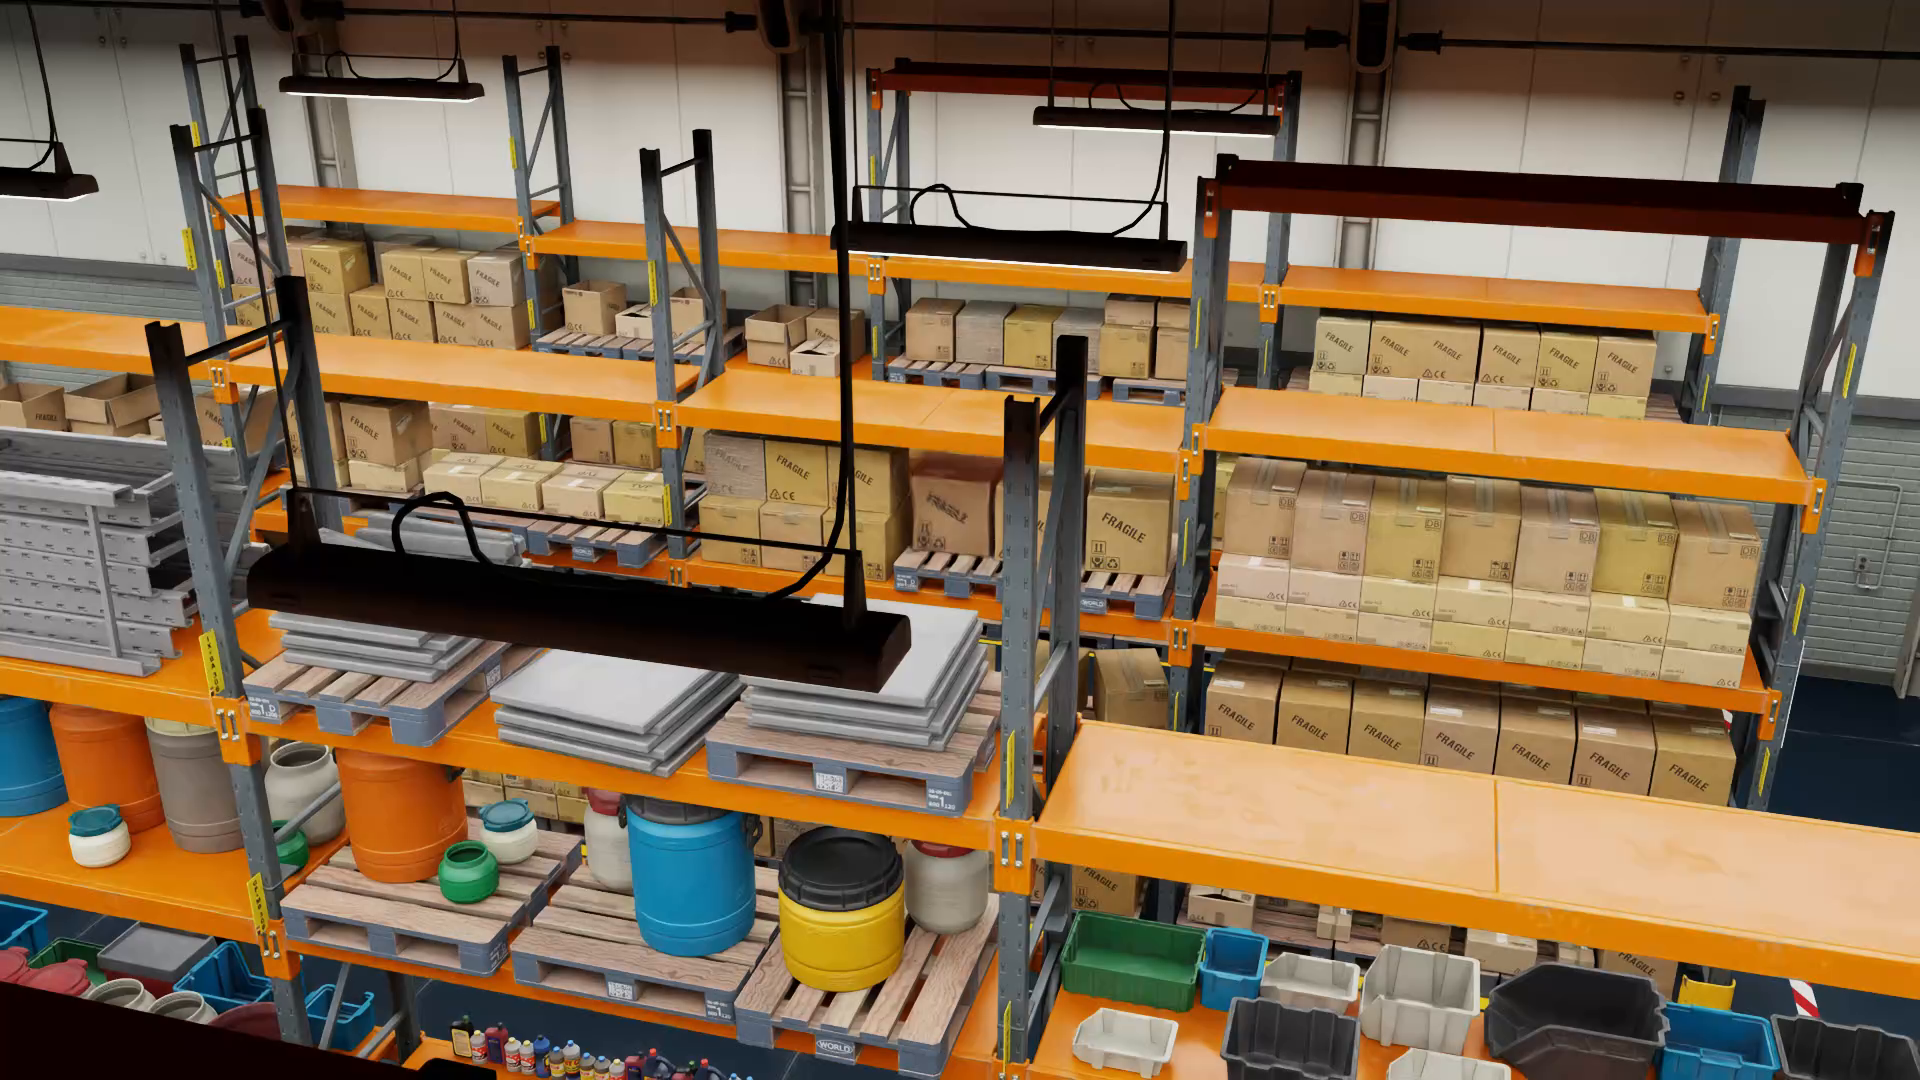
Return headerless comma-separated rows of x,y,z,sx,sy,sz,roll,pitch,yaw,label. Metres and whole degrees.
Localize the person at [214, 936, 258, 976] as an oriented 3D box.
-5.509,2.593,12.271,0.821,1.817,0.608,10,25,24,person
